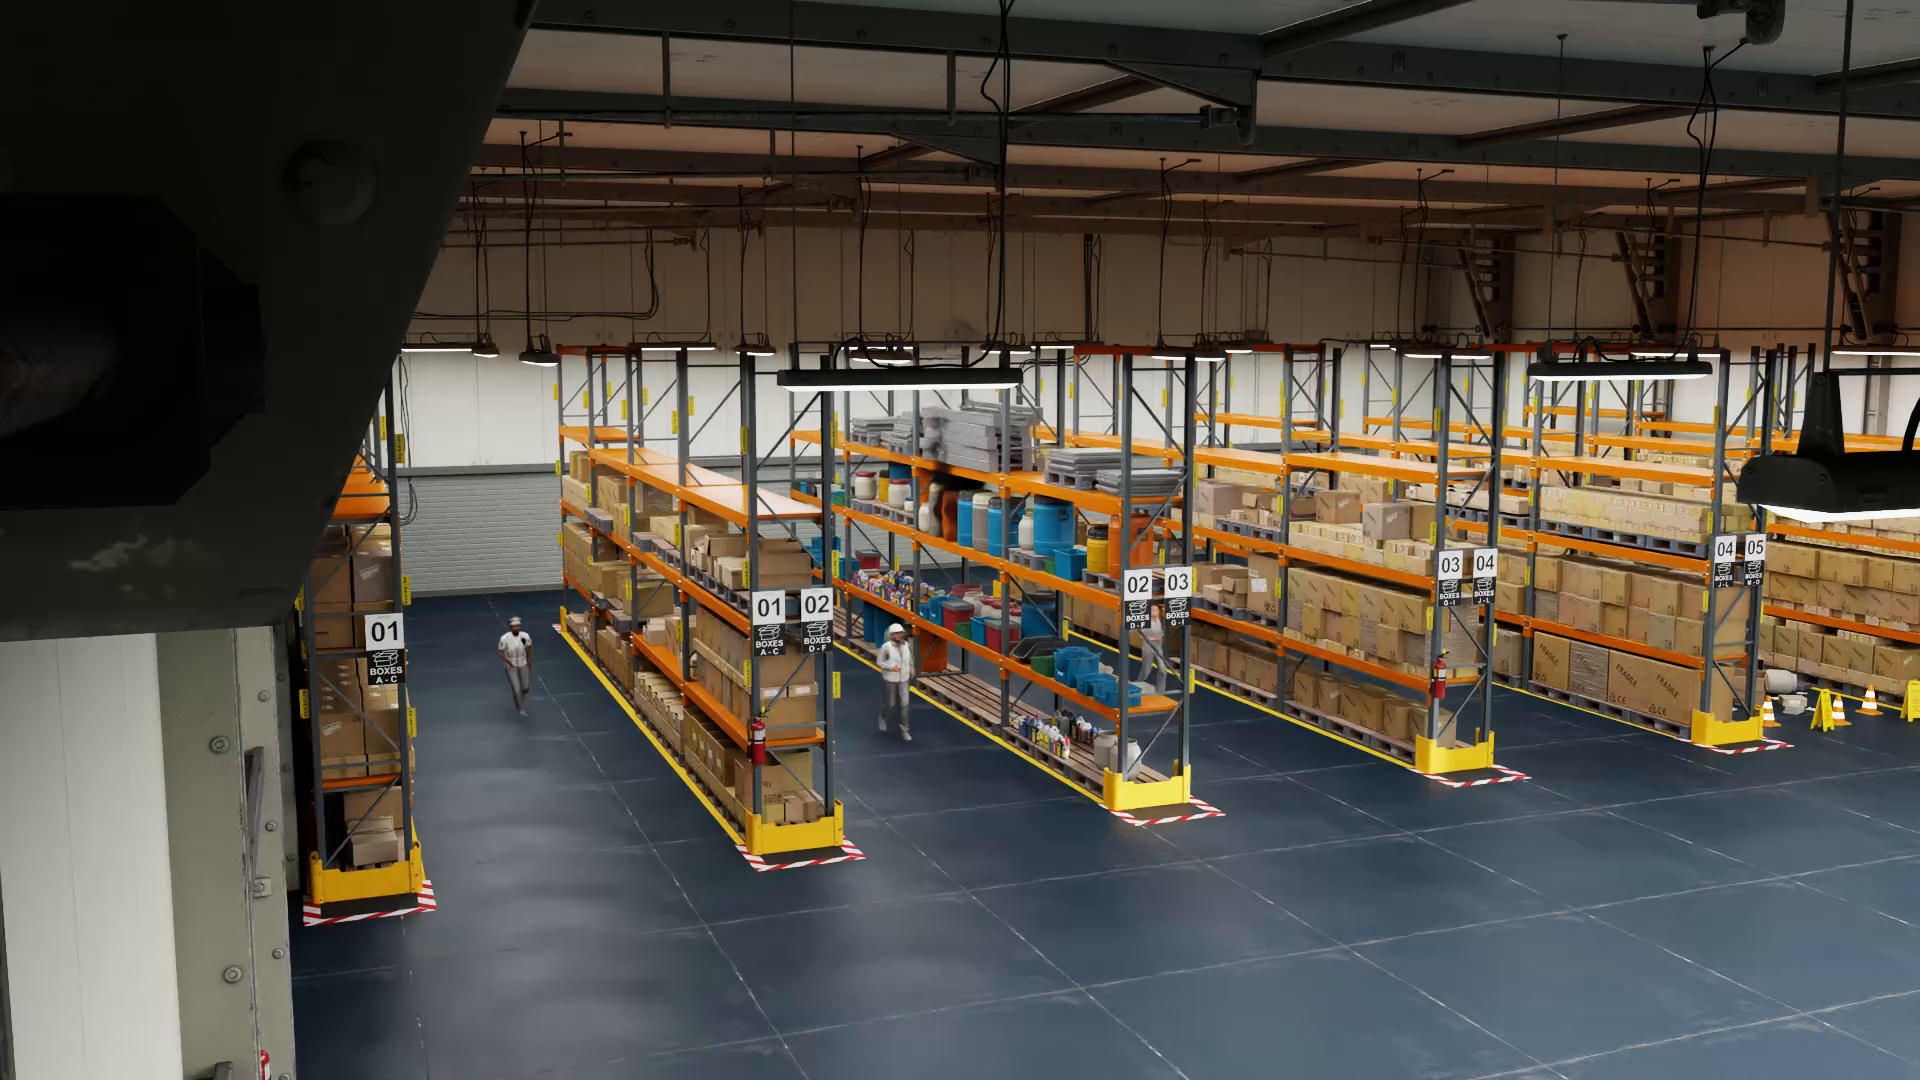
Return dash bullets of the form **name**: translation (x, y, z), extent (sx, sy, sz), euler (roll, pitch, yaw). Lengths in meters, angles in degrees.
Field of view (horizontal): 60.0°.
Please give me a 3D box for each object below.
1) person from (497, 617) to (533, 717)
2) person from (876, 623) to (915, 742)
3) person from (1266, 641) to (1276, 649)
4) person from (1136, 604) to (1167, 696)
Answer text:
- **person**: translation (-7.272, 2.064, 27.266), extent (0.588, 1.658, 0.546), euler (-3, 8, -24)
- **person**: translation (-0.997, 2.175, 25.828), extent (0.676, 1.802, 0.854), euler (-4, 8, -27)
- **person**: translation (6.193, 1.333, 33.279), extent (0.627, 1.609, 0.651), euler (-3, 8, -25)
- **person**: translation (3.239, 1.915, 28.312), extent (0.552, 1.710, 0.774), euler (-4, 8, -30)
